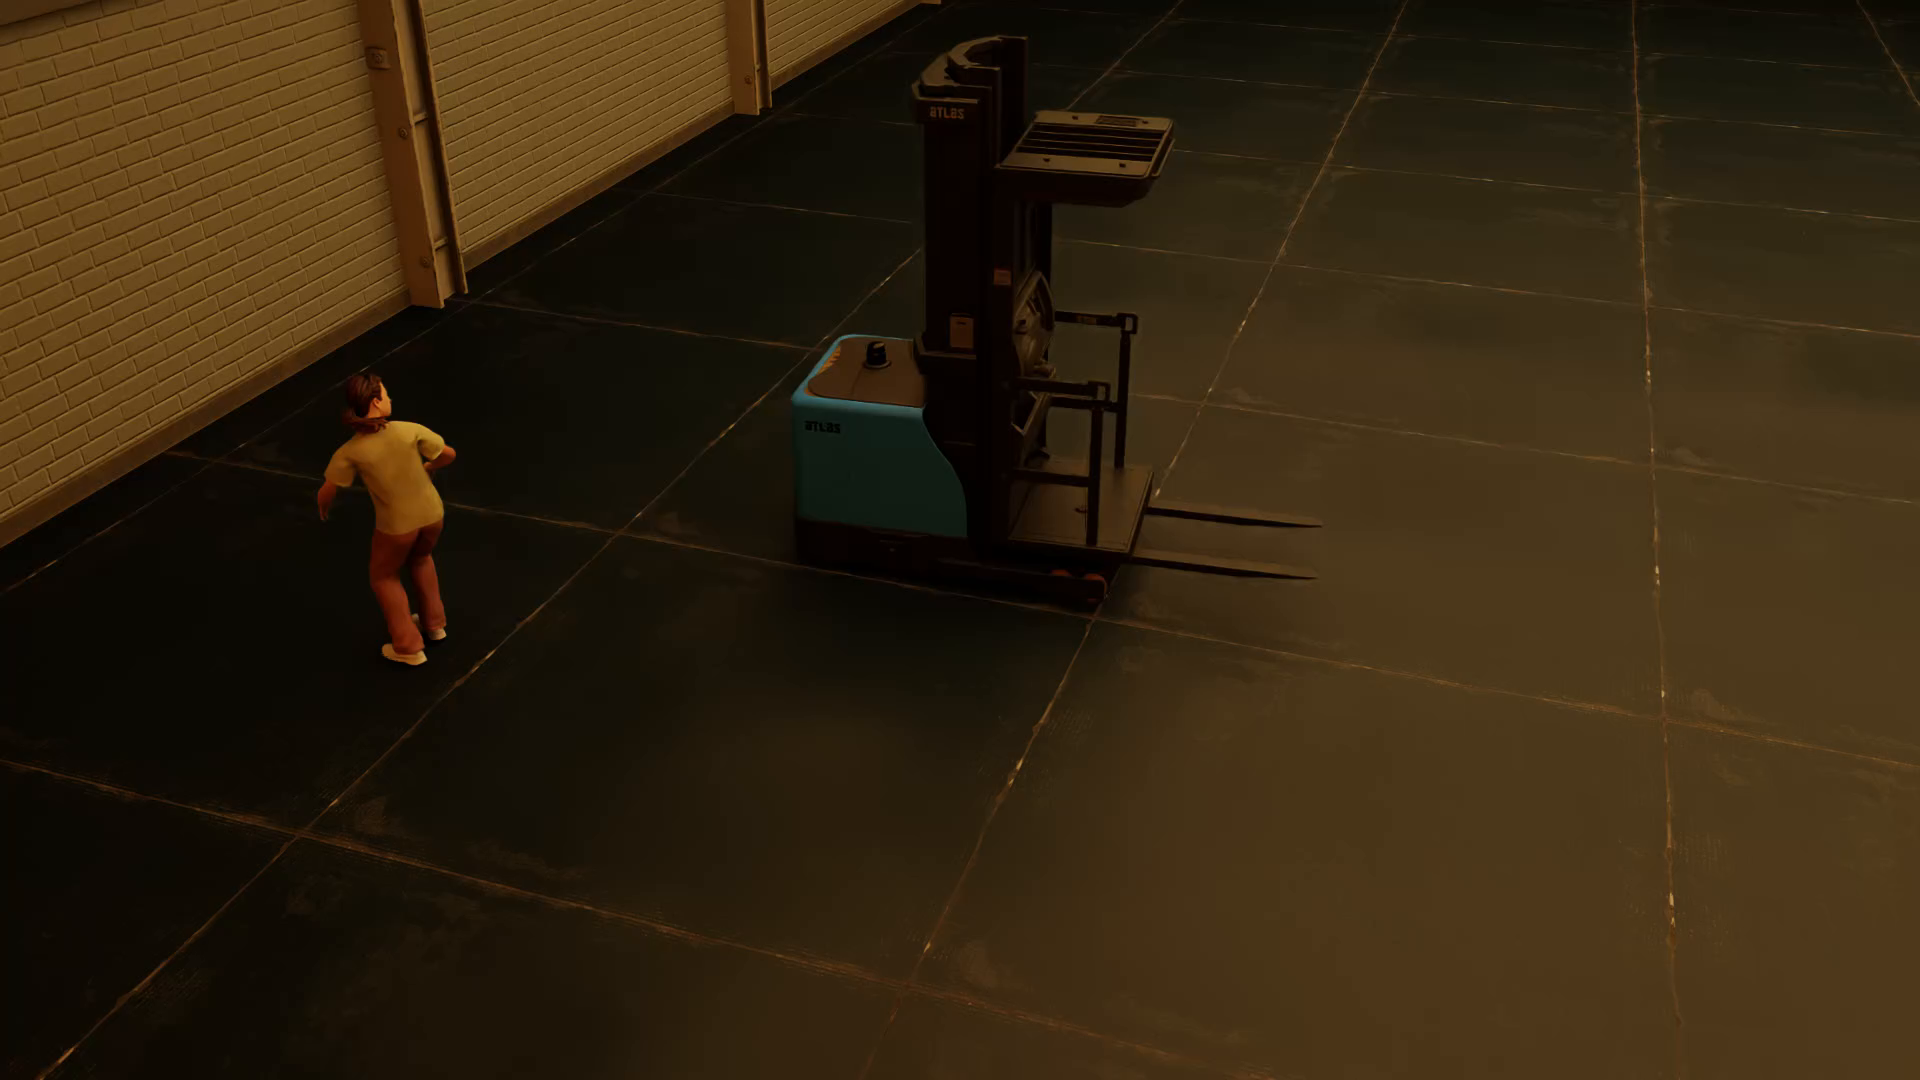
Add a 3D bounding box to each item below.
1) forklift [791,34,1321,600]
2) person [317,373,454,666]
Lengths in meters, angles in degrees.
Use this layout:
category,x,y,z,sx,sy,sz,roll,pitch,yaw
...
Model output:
category,x,y,z,sx,sy,sz,roll,pitch,yaw
forklift,0.603,-1.219,9.276,3.031,2.935,1.130,6,30,10
person,-2.977,-0.116,8.699,0.687,1.618,0.477,-20,35,-31
